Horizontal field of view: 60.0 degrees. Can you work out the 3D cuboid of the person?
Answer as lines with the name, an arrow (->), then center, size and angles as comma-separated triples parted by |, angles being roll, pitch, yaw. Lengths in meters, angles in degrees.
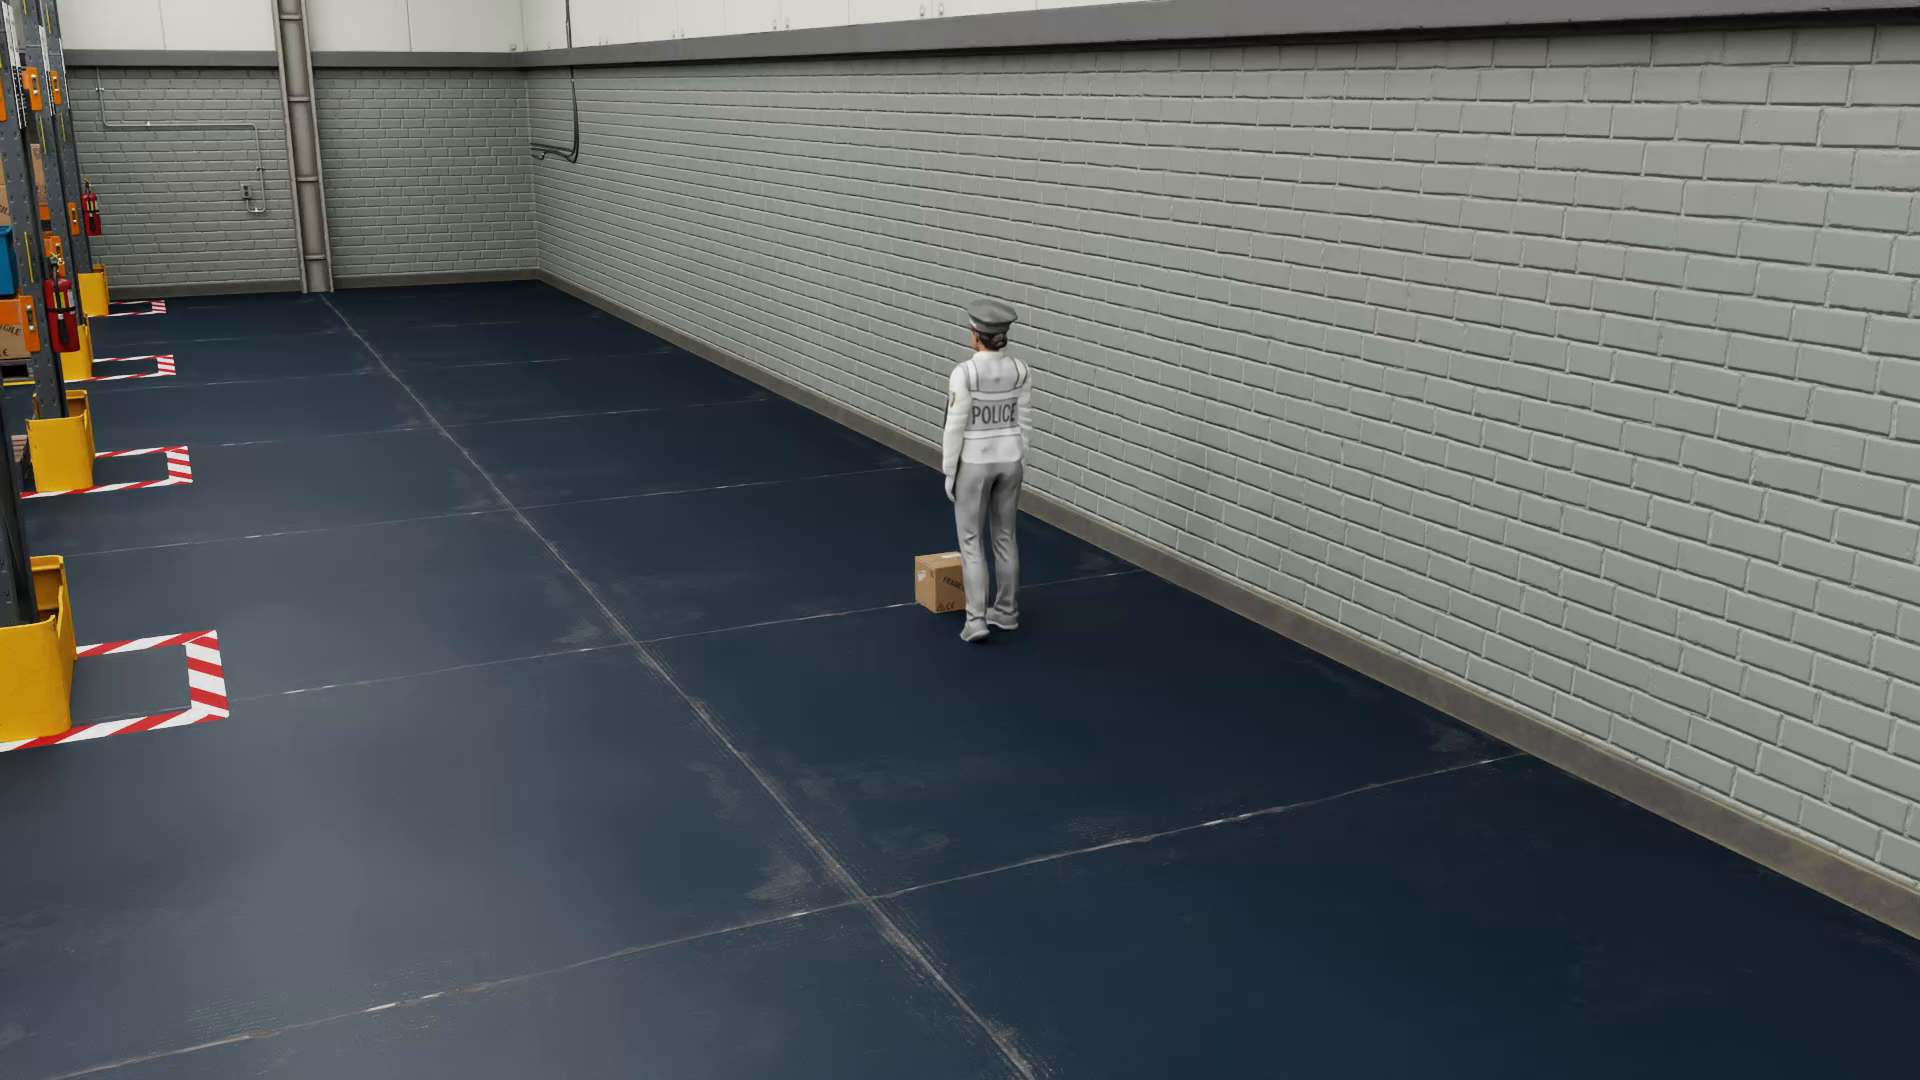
person -> 0.129, -0.324, 8.271 | 0.471, 1.739, 0.376 | -7, 17, -24
